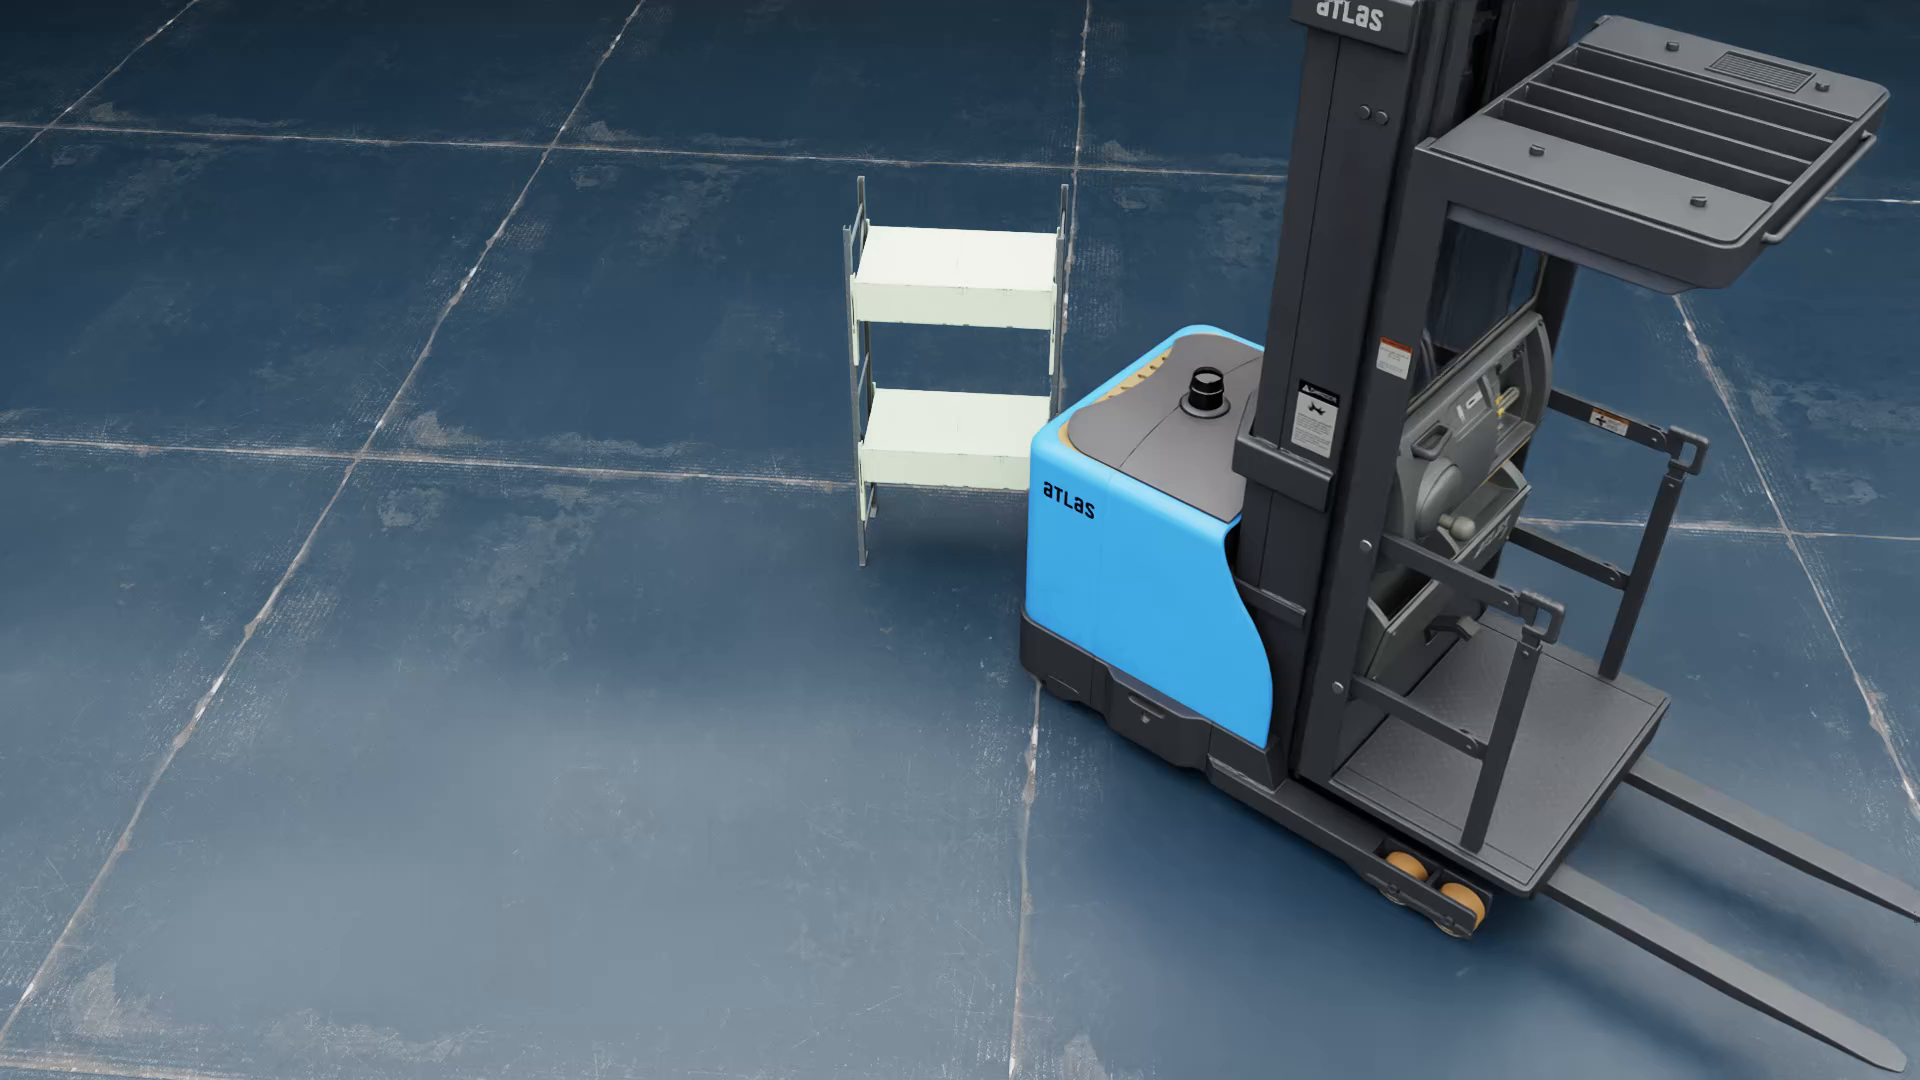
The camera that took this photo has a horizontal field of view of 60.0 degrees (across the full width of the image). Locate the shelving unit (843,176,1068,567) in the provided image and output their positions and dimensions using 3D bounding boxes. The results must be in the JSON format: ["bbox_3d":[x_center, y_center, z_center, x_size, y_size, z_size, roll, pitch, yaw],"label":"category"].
[{"bbox_3d":[-0.007,-0.582,6.277,0.755,1.500,0.431,3,39,4],"label":"shelving unit"}]

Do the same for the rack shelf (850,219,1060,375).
[{"bbox_3d":[-0.007,-0.885,6.031,0.720,0.370,0.431,3,39,4],"label":"rack shelf"}]

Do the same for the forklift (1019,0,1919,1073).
[{"bbox_3d":[1.666,-0.273,4.764,3.031,2.935,1.130,28,47,30],"label":"forklift"}]

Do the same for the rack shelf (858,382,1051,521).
[{"bbox_3d":[-0.007,-0.329,6.483,0.720,0.370,0.431,3,39,4],"label":"rack shelf"}]

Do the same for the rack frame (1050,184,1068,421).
[{"bbox_3d":[0.358,-0.562,6.252,0.023,1.500,0.400,3,39,4],"label":"rack frame"}]

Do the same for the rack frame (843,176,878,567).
[{"bbox_3d":[-0.371,-0.602,6.301,0.023,1.500,0.400,3,39,4],"label":"rack frame"}]
